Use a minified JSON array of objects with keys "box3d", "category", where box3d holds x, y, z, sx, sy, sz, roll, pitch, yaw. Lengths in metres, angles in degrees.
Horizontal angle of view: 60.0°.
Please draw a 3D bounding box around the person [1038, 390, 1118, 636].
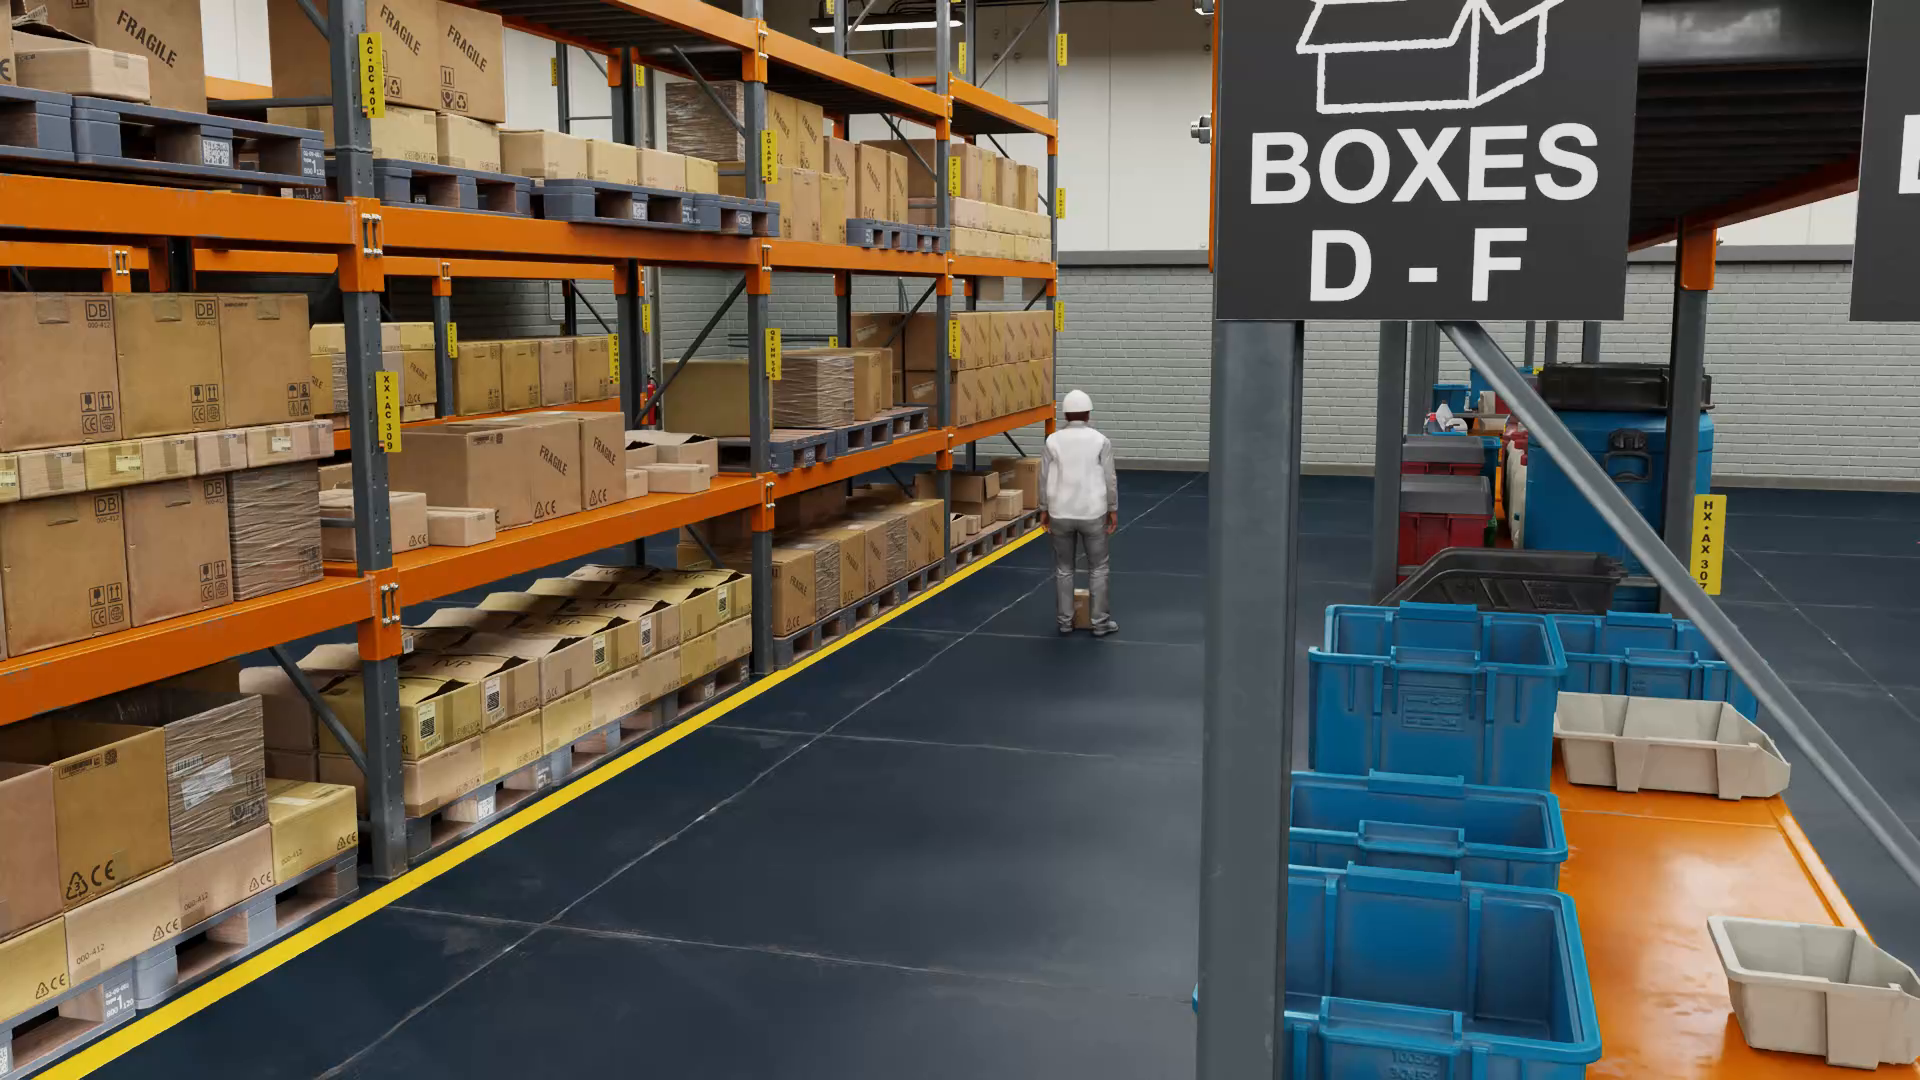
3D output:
[{"box3d":[0.863,-0.200,12.121,0.586,1.770,0.476,2,8,13],"category":"person"}]
